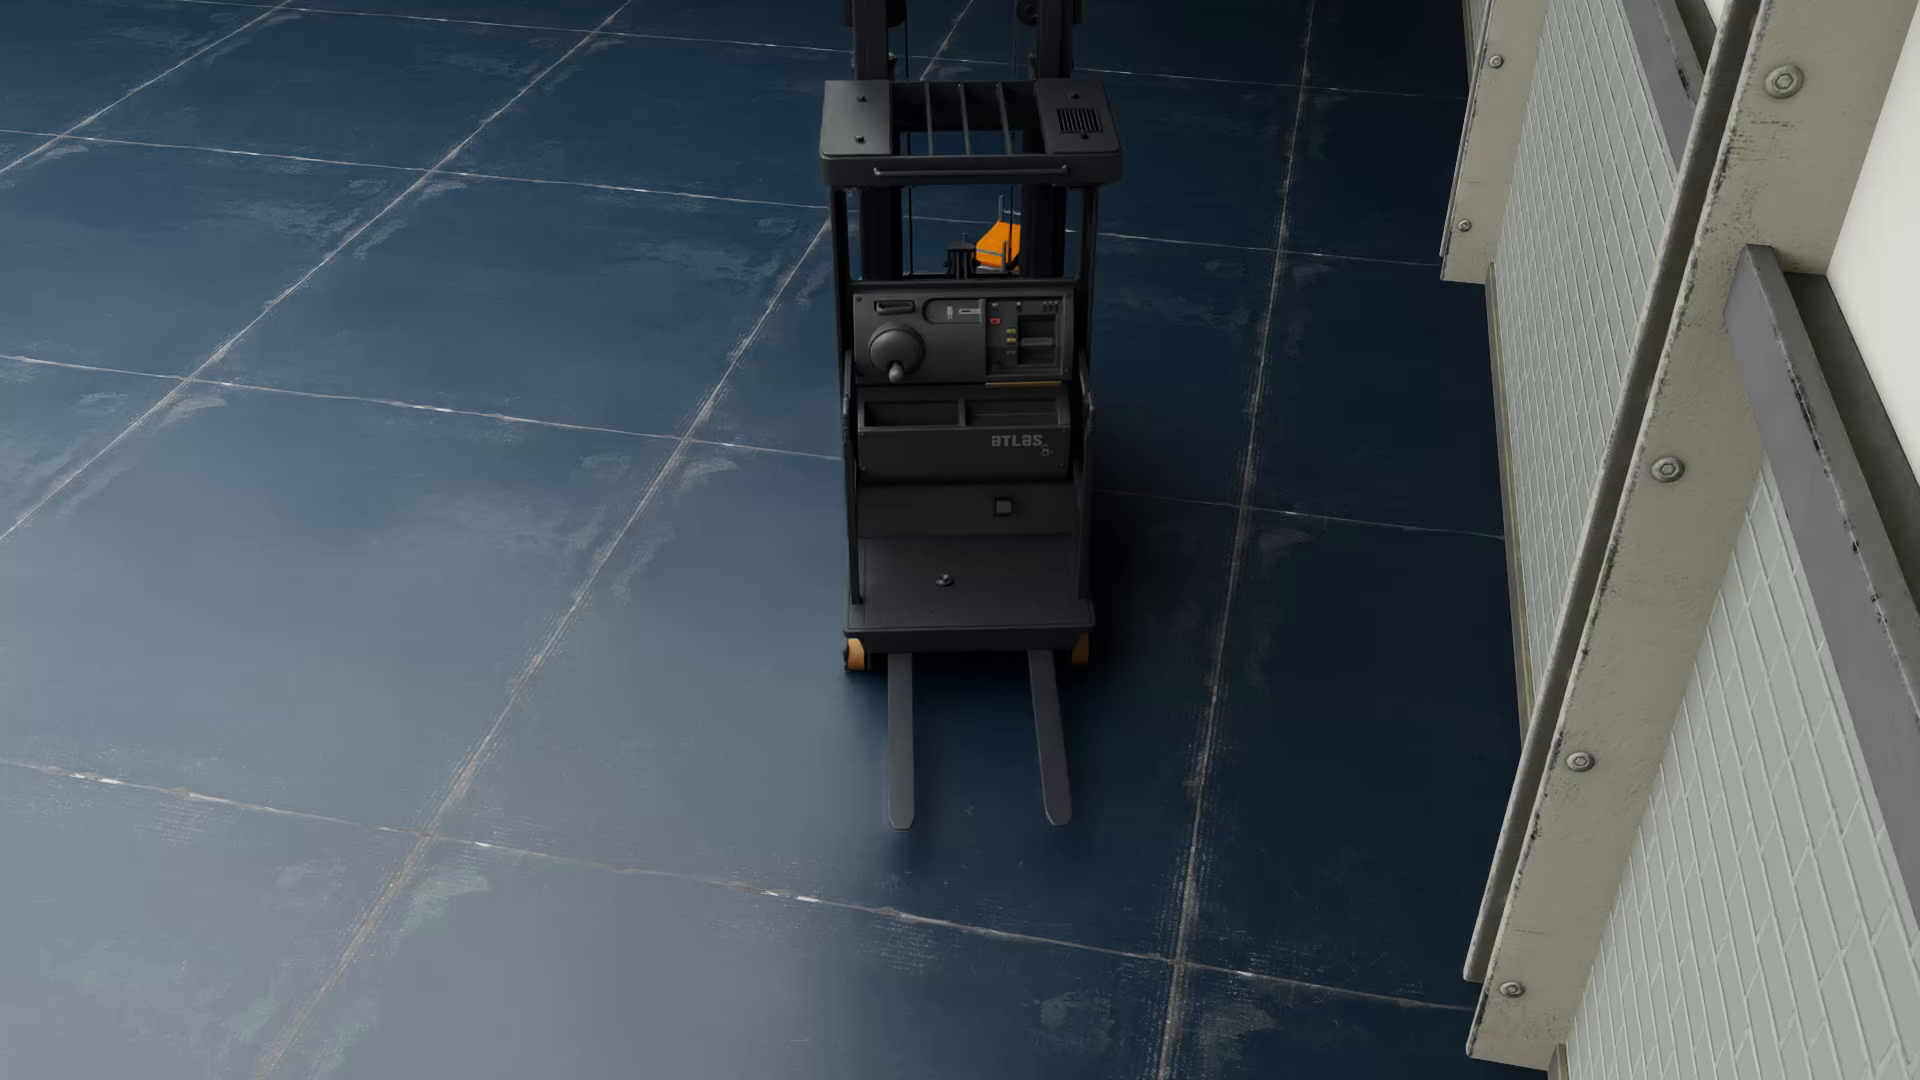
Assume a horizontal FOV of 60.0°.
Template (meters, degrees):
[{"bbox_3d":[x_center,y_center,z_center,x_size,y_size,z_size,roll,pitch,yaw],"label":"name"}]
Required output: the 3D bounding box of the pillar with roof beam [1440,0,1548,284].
[{"bbox_3d":[-0.972,-5.924,8.755,9.100,9.000,0.400,7,37,10],"label":"pillar with roof beam"}]

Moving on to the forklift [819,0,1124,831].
[{"bbox_3d":[0.027,-0.796,6.851,1.130,2.935,3.031,-1,36,-2],"label":"forklift"}]

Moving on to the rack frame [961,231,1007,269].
[{"bbox_3d":[0.119,-1.032,8.651,0.240,1.200,0.015,15,38,19],"label":"rack frame"}]

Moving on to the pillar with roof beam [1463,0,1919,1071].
[{"bbox_3d":[-2.253,-2.484,4.009,9.100,9.000,0.400,7,37,10],"label":"pillar with roof beam"}]

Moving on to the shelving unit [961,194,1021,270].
[{"bbox_3d":[0.218,-1.163,8.832,0.258,1.200,0.503,15,38,19],"label":"shelving unit"}]

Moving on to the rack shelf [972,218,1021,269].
[{"bbox_3d":[0.218,-1.481,8.601,0.258,0.148,0.480,15,38,19],"label":"rack shelf"}]

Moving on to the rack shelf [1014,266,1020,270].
[{"bbox_3d":[0.218,-1.289,8.740,0.258,0.148,0.480,15,38,19],"label":"rack shelf"}]

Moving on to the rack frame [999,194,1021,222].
[{"bbox_3d":[0.318,-1.294,9.012,0.240,1.200,0.015,15,38,19],"label":"rack frame"}]
